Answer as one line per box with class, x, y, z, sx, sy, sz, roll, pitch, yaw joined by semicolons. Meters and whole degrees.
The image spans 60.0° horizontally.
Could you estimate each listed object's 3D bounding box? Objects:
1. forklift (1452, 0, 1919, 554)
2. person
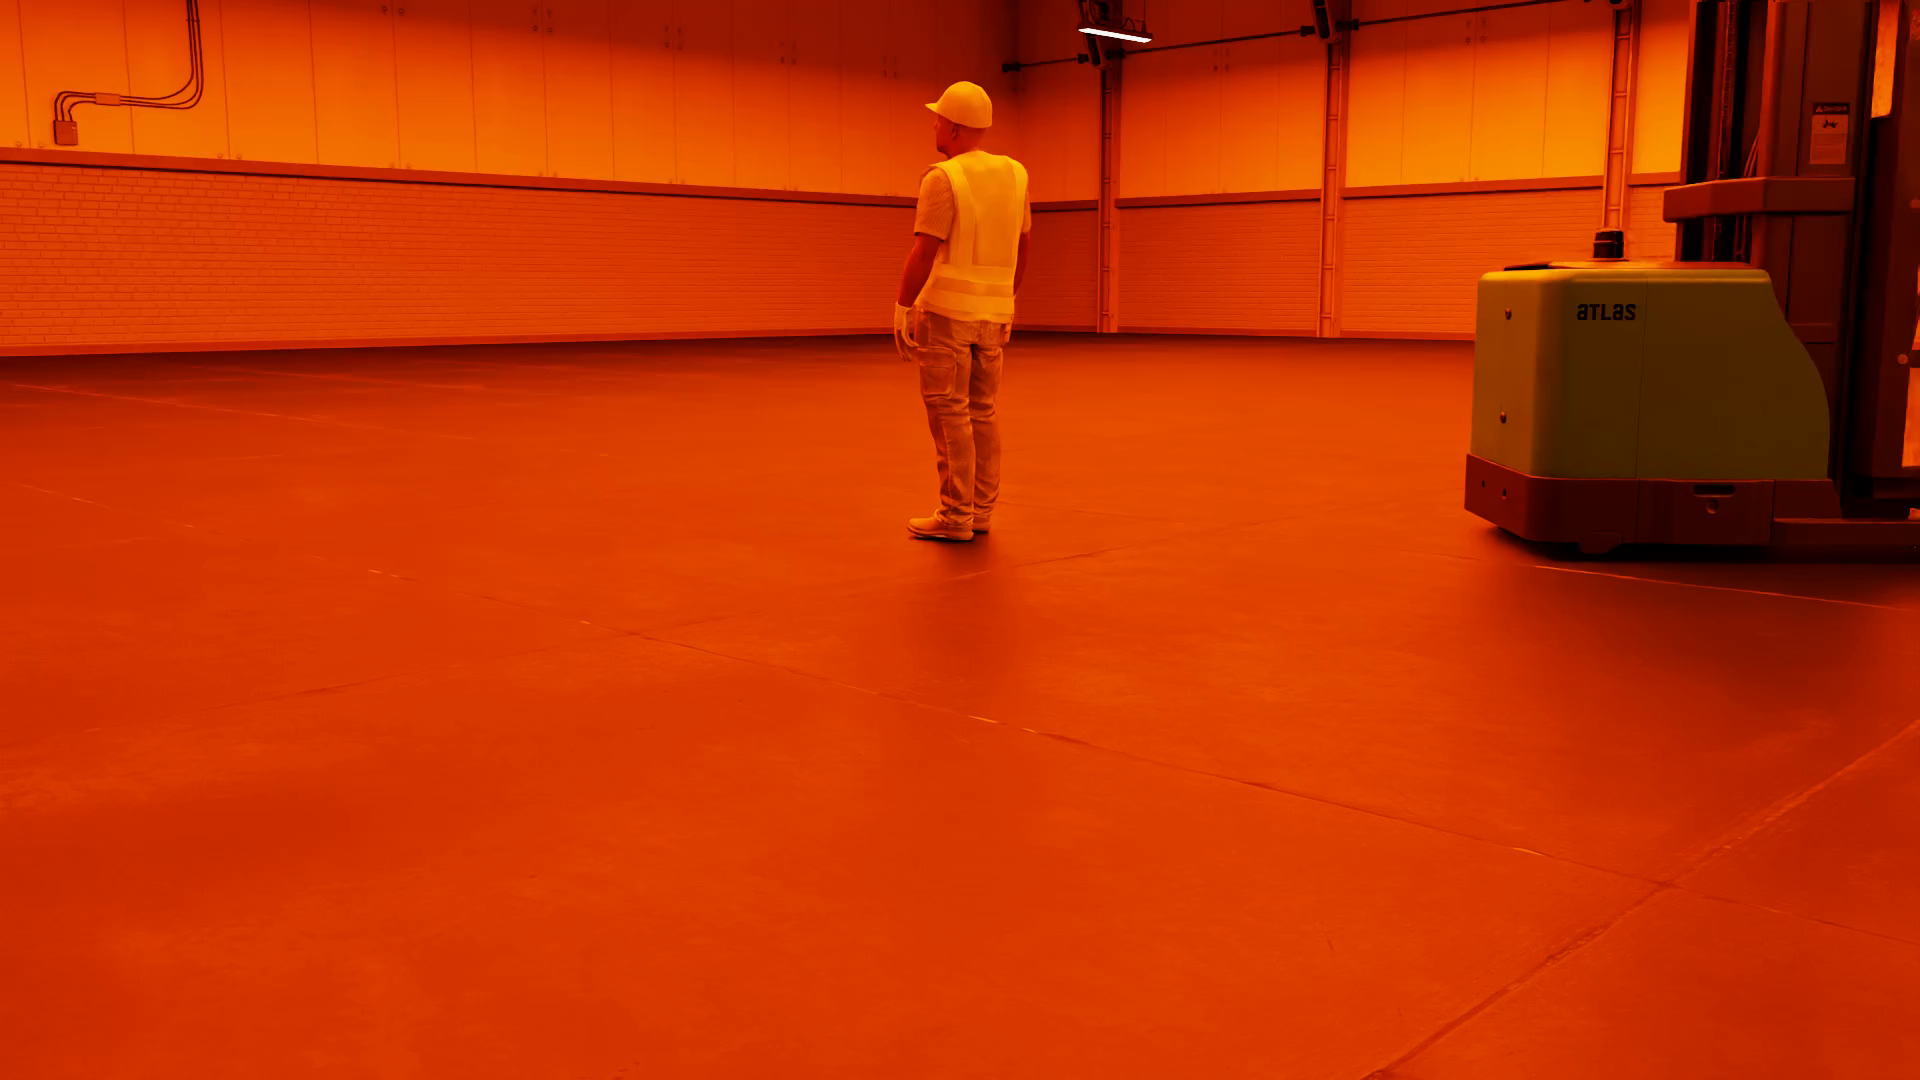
forklift;3.603;-1.438;6.421;3.031;2.935;1.130;0;9;2
person;-0.047;-0.897;6.639;0.575;1.784;0.656;8;12;43
